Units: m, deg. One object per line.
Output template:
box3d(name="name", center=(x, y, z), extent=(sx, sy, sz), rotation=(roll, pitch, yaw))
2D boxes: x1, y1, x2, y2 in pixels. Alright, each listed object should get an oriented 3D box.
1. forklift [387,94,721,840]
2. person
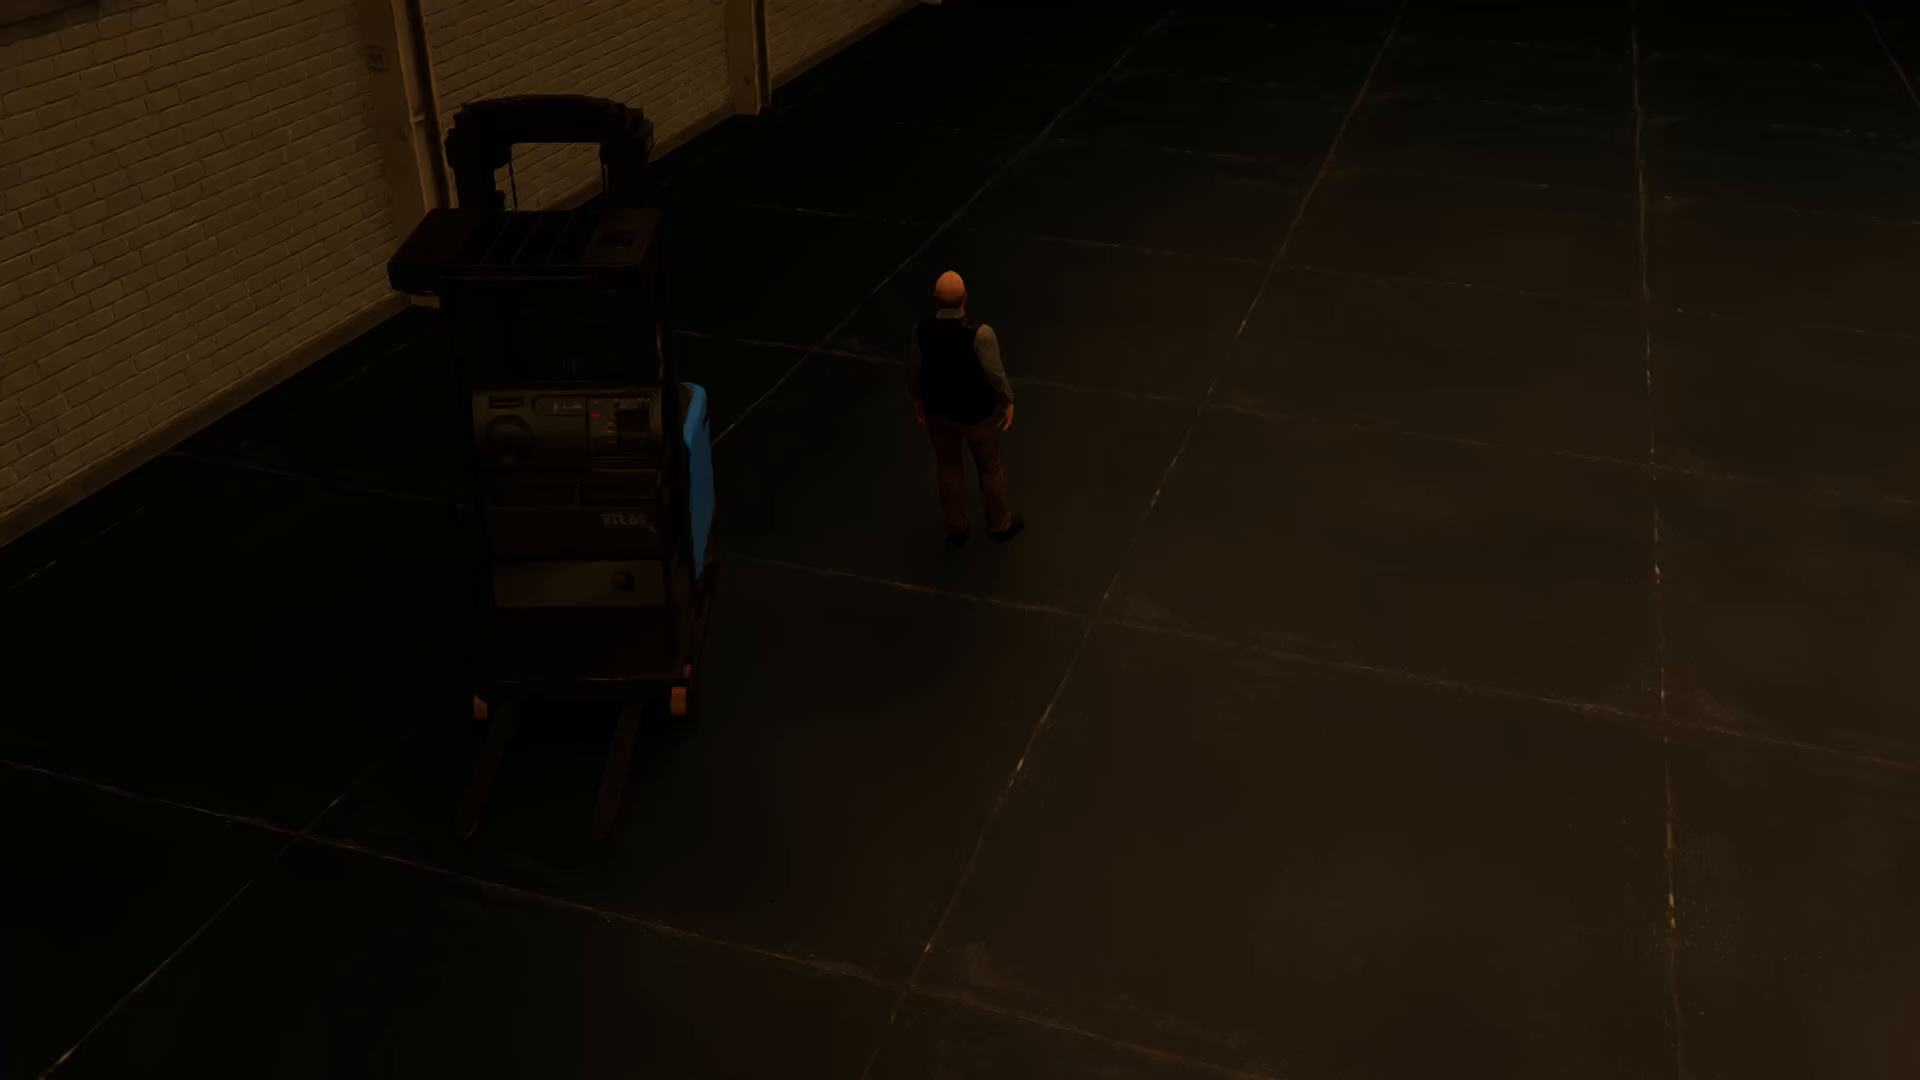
box3d(name="forklift", center=(-1.931, -0.513, 8.037), extent=(1.130, 2.935, 3.031), rotation=(-1, 30, -1))
box3d(name="person", center=(0.028, -0.782, 9.715), extent=(0.632, 1.720, 0.567), rotation=(10, 31, 16))
